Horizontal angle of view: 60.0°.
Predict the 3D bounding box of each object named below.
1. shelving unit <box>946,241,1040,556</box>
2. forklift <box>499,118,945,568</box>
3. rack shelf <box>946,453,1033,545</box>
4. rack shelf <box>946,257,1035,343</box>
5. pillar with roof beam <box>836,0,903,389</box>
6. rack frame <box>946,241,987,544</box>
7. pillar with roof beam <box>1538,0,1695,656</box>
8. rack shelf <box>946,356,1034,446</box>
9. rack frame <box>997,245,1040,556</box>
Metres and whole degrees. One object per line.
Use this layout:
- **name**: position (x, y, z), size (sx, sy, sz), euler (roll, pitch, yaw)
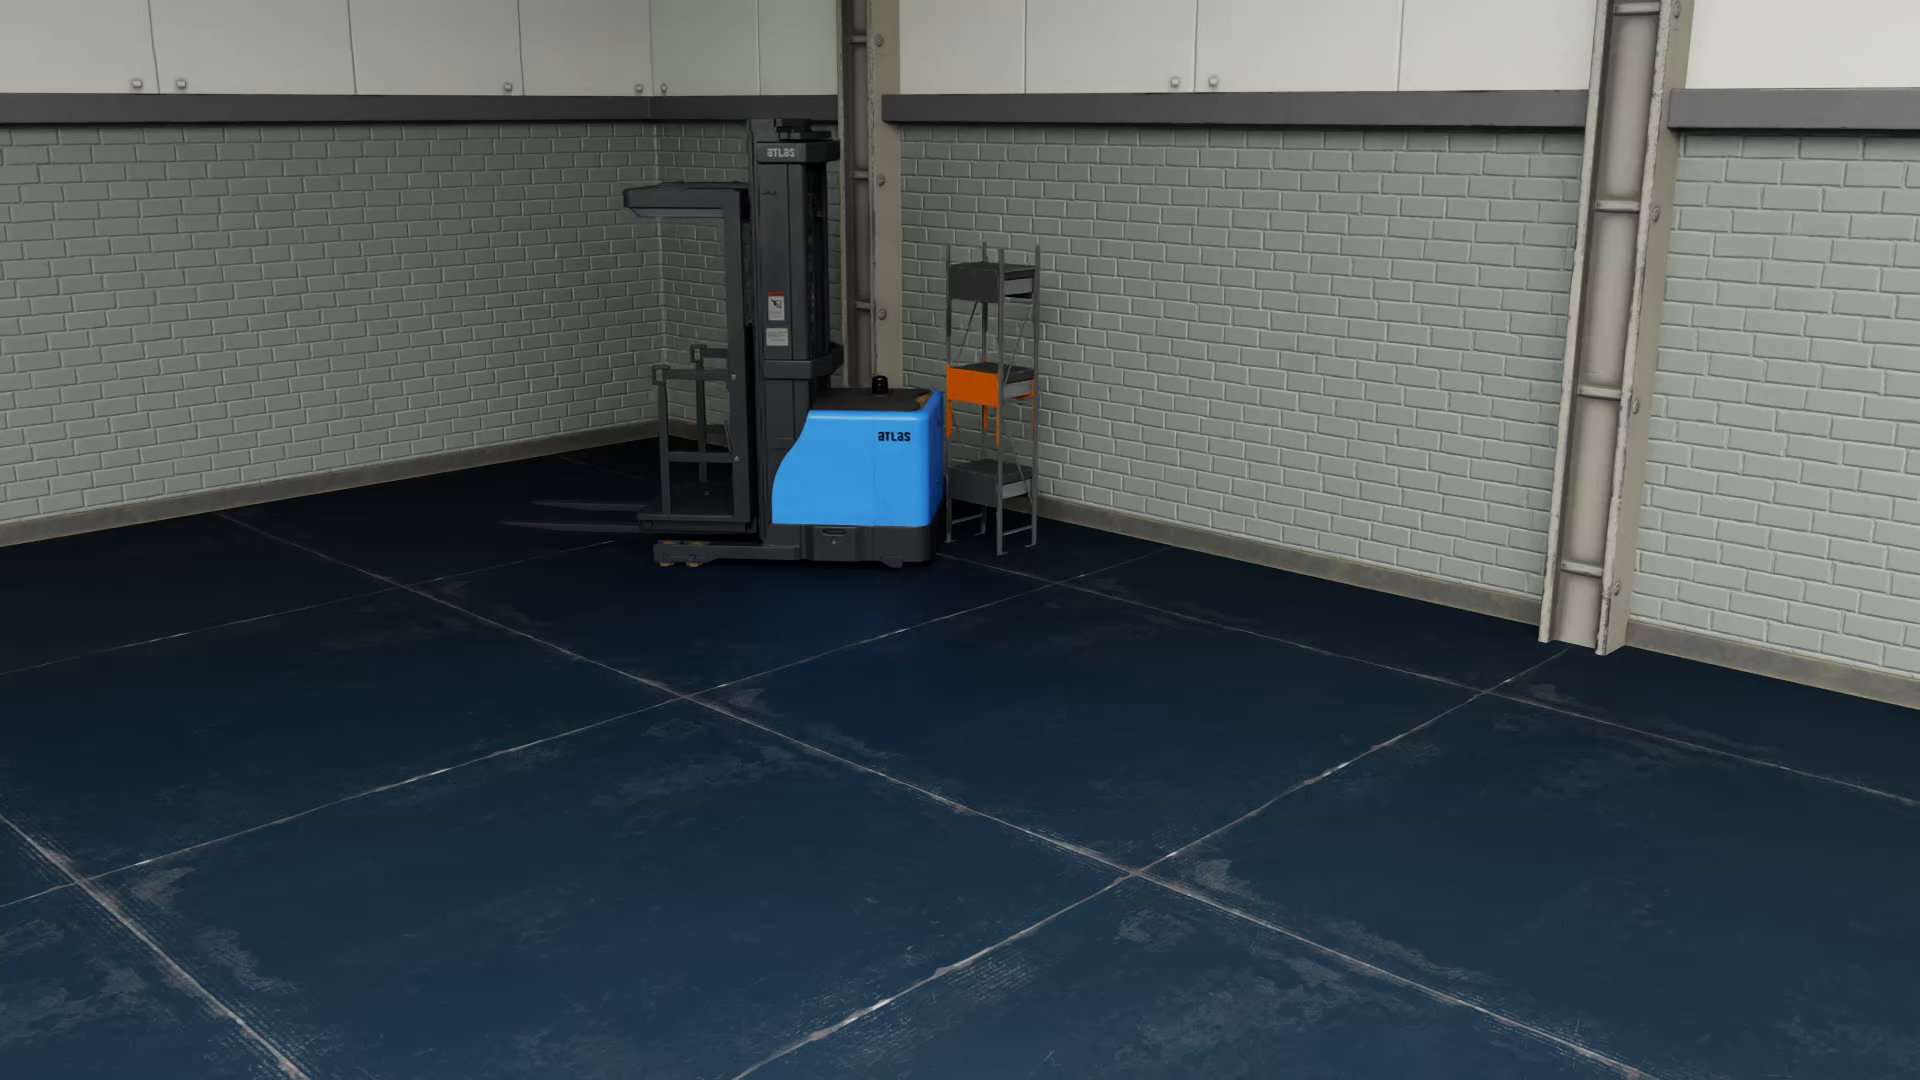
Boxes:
- **shelving unit**: position (0.223, -0.985, 11.550), size (0.503, 2.100, 0.431), euler (13, 20, 42)
- **forklift**: position (-1.656, -1.367, 11.365), size (3.031, 2.935, 1.130), euler (1, 15, 5)
- **rack shelf**: position (0.223, -0.295, 11.729), size (0.480, 0.518, 0.431), euler (13, 20, 42)
- **rack shelf**: position (0.223, -1.650, 11.376), size (0.480, 0.518, 0.431), euler (13, 20, 42)
- **pillar with roof beam**: position (-3.695, -4.030, 9.552), size (0.400, 9.000, 9.100), euler (14, 20, 42)
- **rack frame**: position (0.045, -1.028, 11.711), size (0.015, 2.100, 0.400), euler (13, 20, 42)
- **pillar with roof beam**: position (0.624, -2.980, 5.522), size (0.400, 9.000, 9.100), euler (14, 20, 42)
- **rack shelf**: position (0.223, -0.972, 11.553), size (0.480, 0.518, 0.431), euler (13, 20, 42)
- **rack frame**: position (0.400, -0.943, 11.388), size (0.015, 2.100, 0.400), euler (13, 20, 42)
